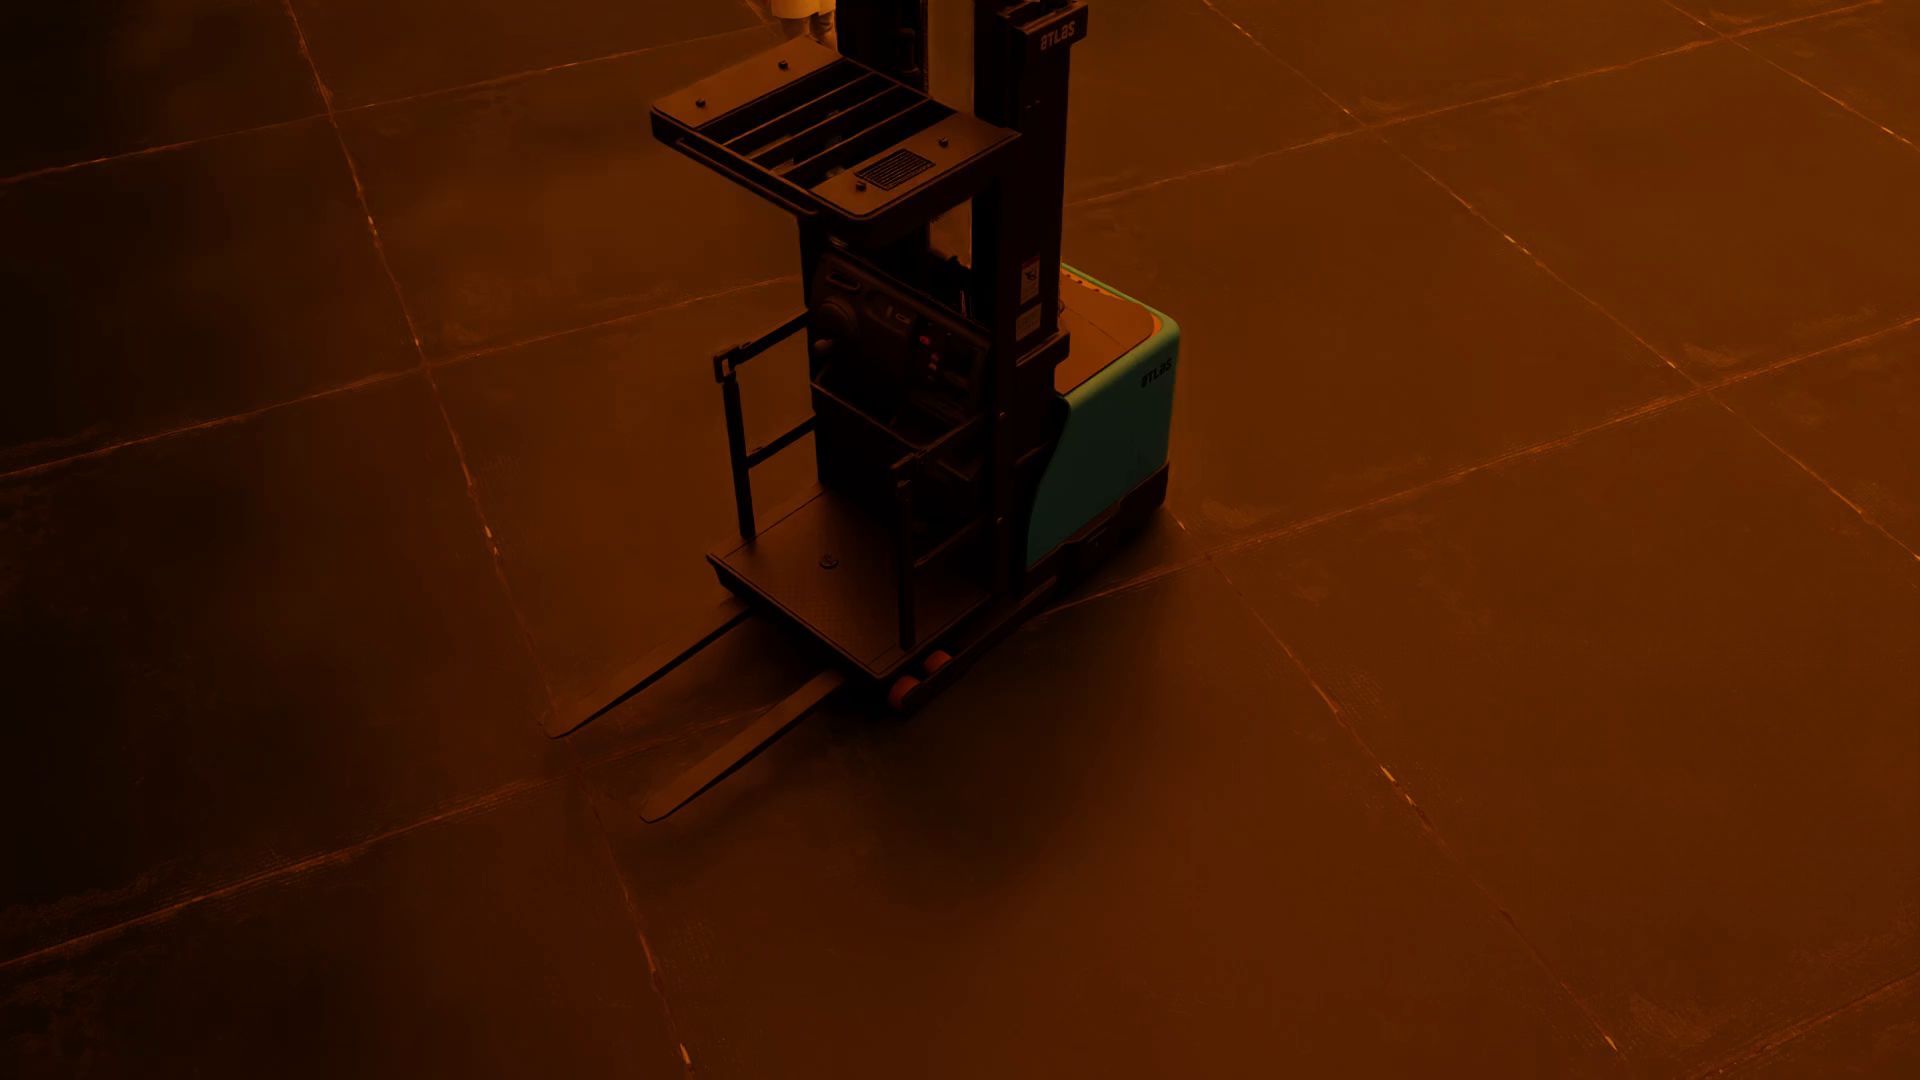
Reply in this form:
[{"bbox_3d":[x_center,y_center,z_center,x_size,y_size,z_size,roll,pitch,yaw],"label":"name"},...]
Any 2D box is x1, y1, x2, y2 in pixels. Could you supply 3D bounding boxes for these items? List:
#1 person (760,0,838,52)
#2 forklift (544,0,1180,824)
[{"bbox_3d":[-1.023,-3.554,10.324,0.696,1.775,0.581,-24,48,-24],"label":"person"},{"bbox_3d":[-0.394,-0.734,6.467,1.130,2.935,3.031,33,52,30],"label":"forklift"}]
